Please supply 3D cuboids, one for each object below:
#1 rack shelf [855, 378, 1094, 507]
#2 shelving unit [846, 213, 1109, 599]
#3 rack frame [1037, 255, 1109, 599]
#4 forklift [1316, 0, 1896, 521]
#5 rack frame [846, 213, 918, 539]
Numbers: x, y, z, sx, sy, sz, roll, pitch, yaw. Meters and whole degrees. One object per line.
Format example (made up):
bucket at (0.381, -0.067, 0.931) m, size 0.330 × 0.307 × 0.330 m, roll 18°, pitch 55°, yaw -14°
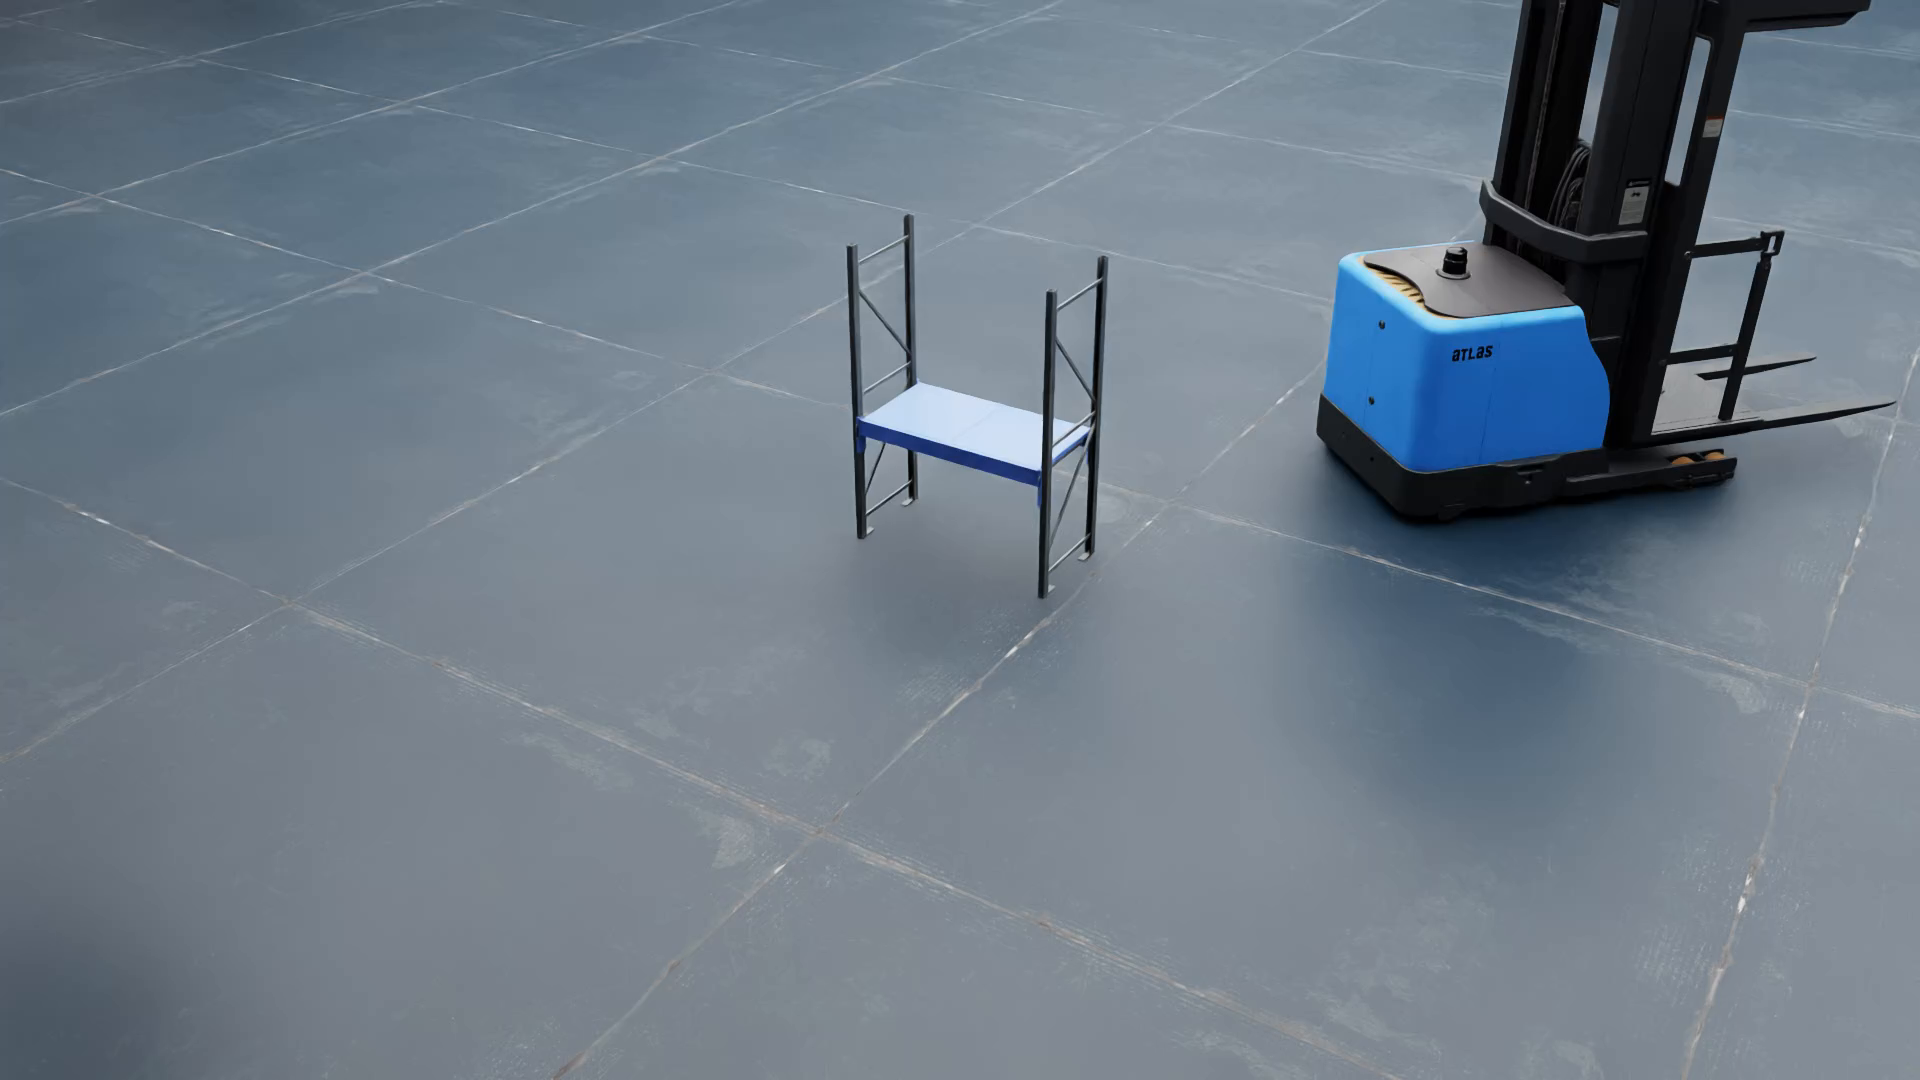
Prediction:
rack shelf at (0.072, -0.470, 7.776) m, size 1.000 × 0.185 × 0.538 m, roll 18°, pitch 35°, yaw 27°
shelving unit at (0.072, -0.625, 7.686) m, size 1.048 × 1.500 × 0.538 m, roll 18°, pitch 35°, yaw 27°
rack frame at (0.503, -0.489, 7.452) m, size 0.032 × 1.500 × 0.500 m, roll 18°, pitch 35°, yaw 27°
forklift at (3.490, -1.770, 8.229) m, size 3.031 × 2.935 × 1.130 m, roll -8°, pitch 31°, yaw -14°
rack frame at (-0.358, -0.761, 7.919) m, size 0.032 × 1.500 × 0.500 m, roll 18°, pitch 35°, yaw 27°
